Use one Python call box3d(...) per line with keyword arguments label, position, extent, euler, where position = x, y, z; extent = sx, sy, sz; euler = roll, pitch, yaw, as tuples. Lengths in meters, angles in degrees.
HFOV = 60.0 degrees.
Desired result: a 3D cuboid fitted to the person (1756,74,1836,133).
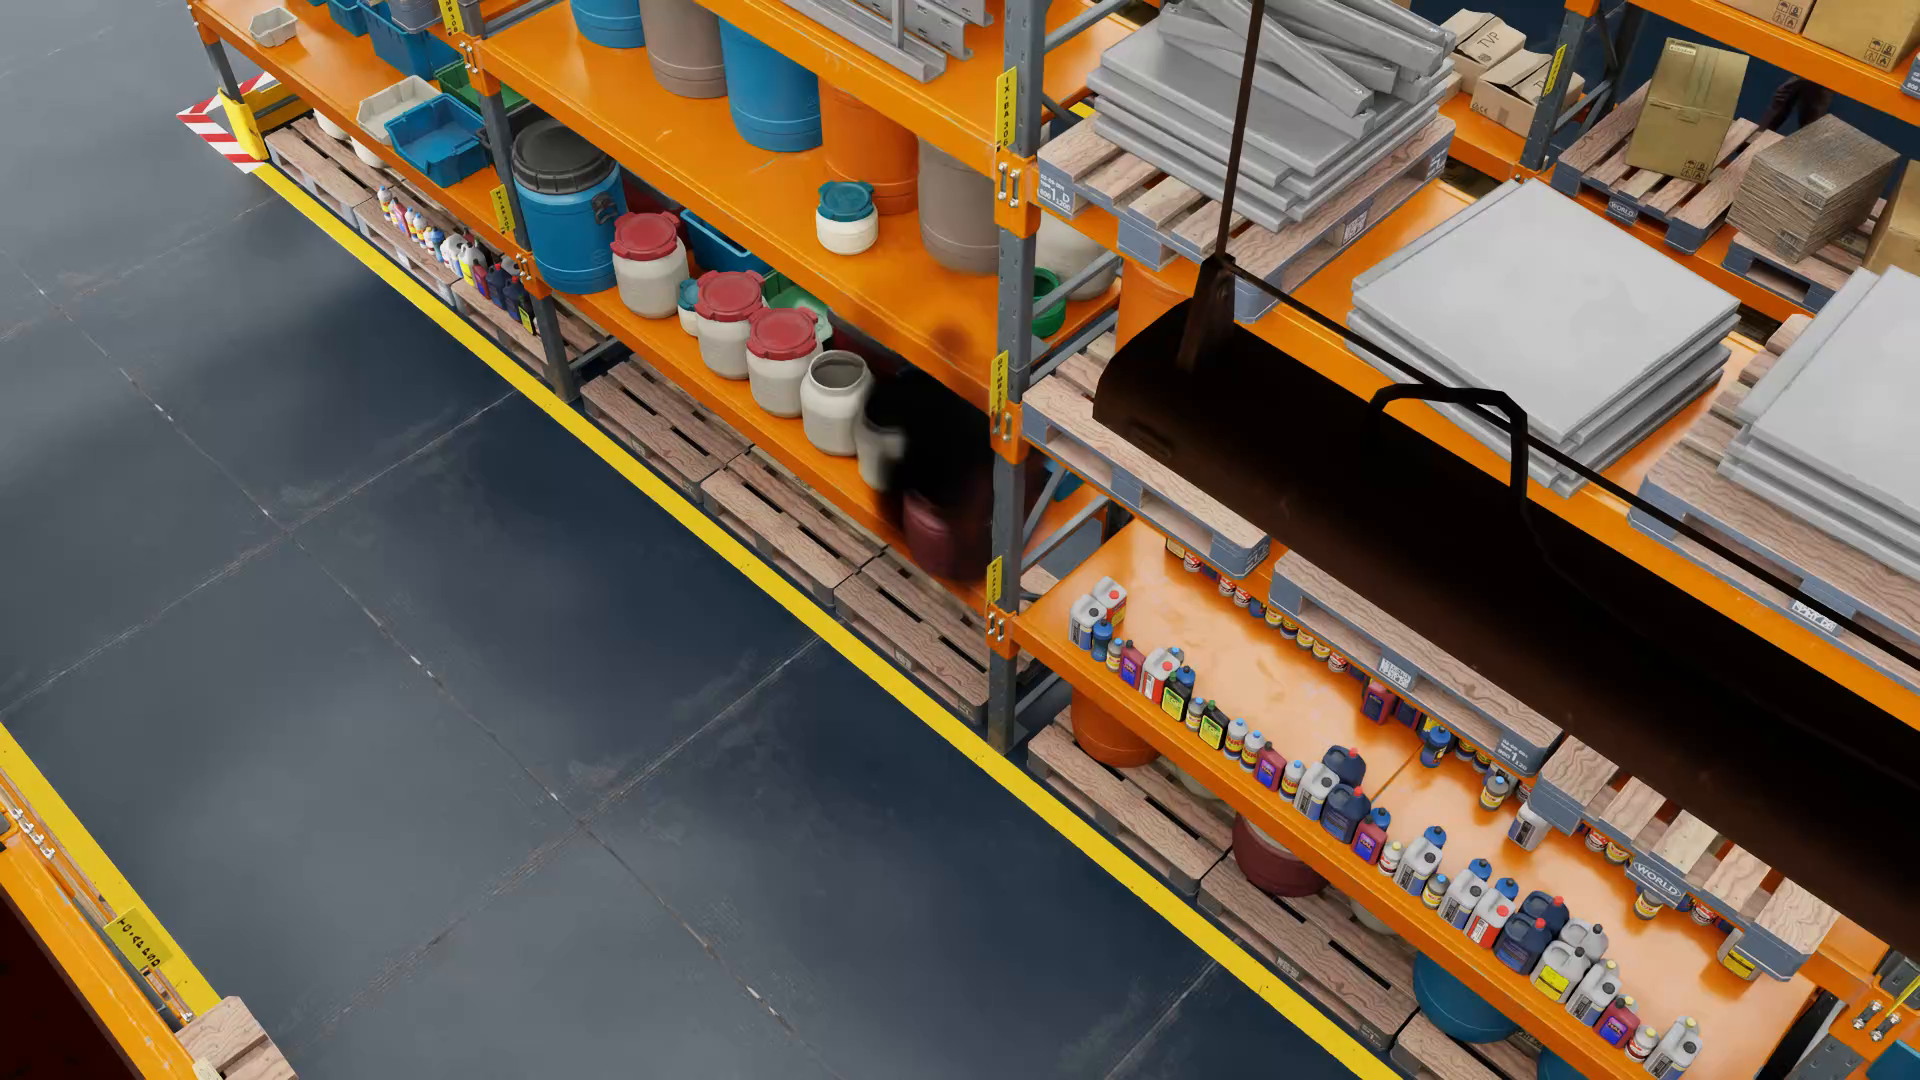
box3d(label="person", position=(6.372, -3.358, 12.146), extent=(0.849, 1.441, 0.678), euler=(35, 58, 26))
